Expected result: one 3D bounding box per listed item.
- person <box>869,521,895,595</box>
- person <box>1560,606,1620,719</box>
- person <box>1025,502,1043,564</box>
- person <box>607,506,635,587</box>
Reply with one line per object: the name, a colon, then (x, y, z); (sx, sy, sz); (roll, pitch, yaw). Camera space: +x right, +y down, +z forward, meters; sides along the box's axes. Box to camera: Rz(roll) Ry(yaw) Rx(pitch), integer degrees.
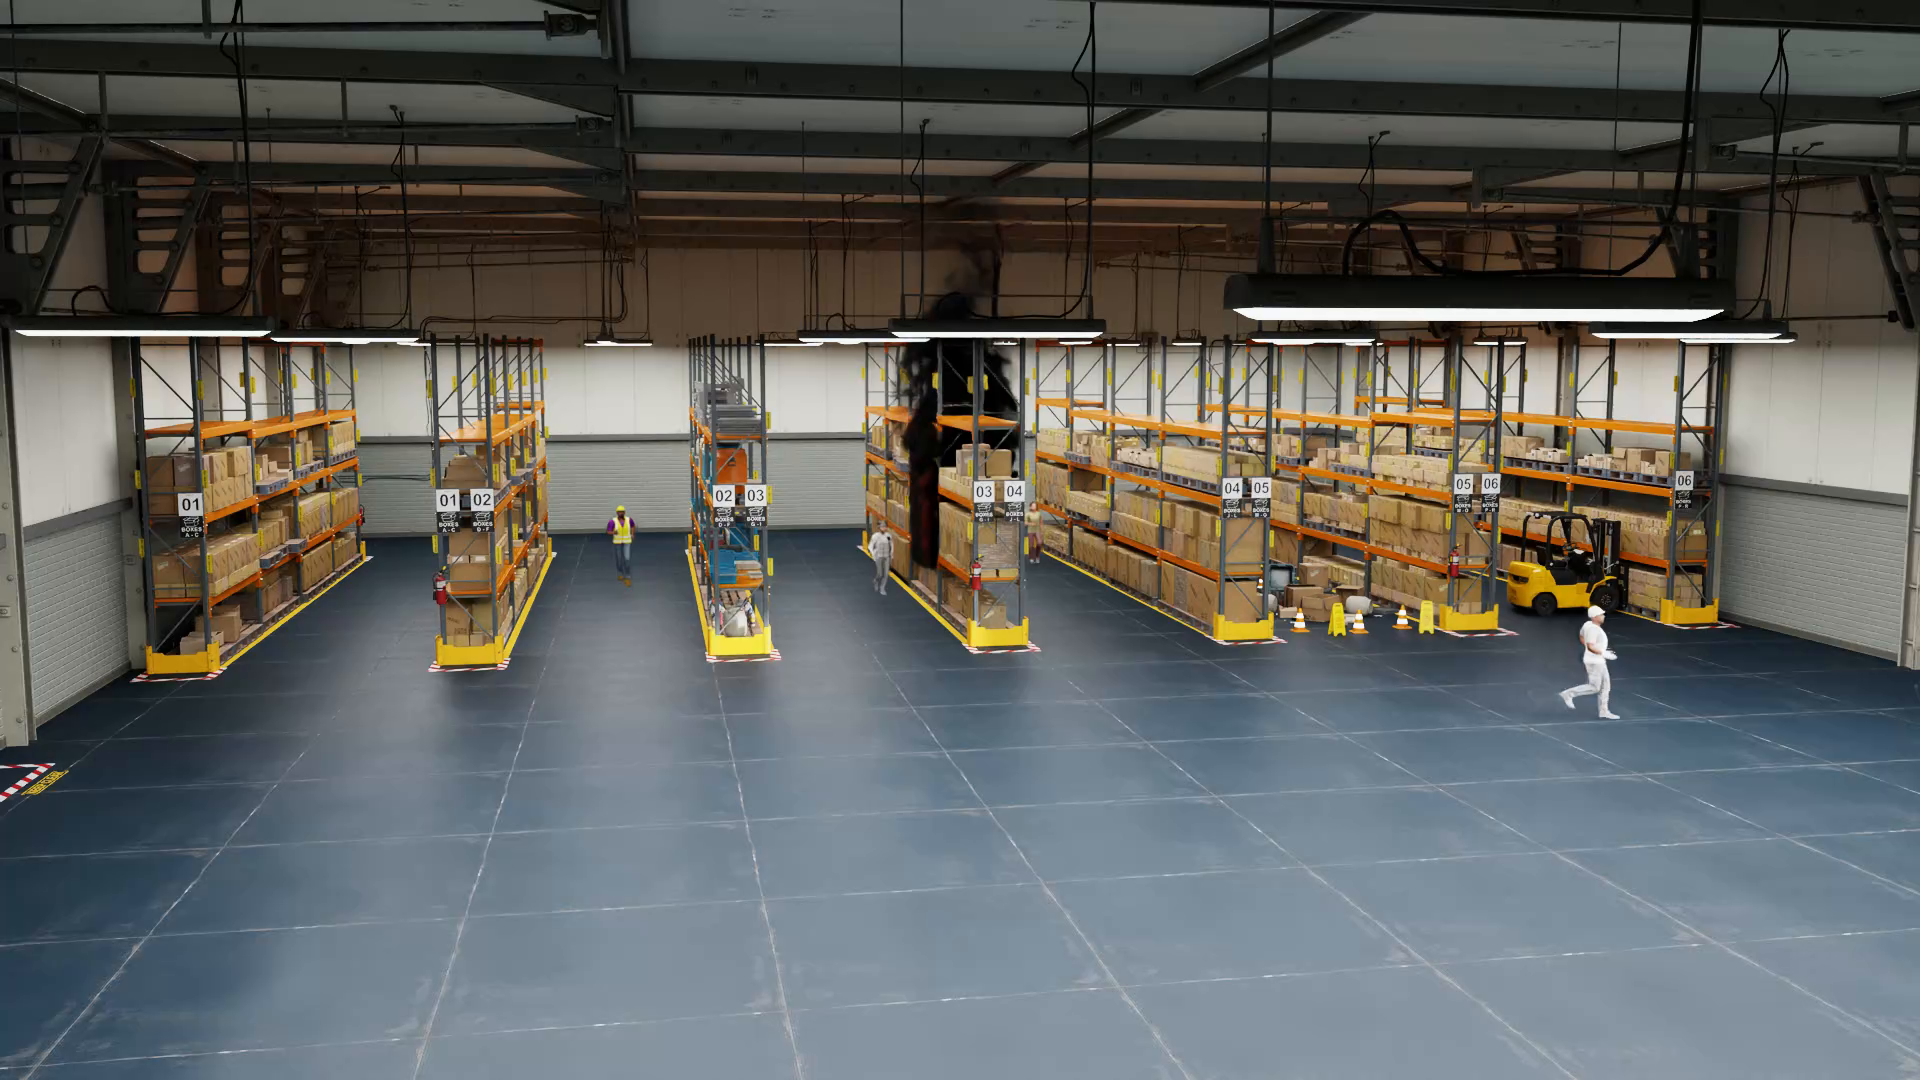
person: (-1.744, 0.377, 37.065); (0.598, 1.659, 0.515); (-2, 7, -20)
person: (9.823, 1.900, 25.848); (0.888, 1.769, 0.681); (3, 7, 21)
person: (1.981, -0.188, 44.372); (0.549, 1.663, 0.663); (-1, 7, -10)
person: (-7.883, 0.132, 38.760); (0.676, 1.871, 0.756); (-2, 7, -16)
